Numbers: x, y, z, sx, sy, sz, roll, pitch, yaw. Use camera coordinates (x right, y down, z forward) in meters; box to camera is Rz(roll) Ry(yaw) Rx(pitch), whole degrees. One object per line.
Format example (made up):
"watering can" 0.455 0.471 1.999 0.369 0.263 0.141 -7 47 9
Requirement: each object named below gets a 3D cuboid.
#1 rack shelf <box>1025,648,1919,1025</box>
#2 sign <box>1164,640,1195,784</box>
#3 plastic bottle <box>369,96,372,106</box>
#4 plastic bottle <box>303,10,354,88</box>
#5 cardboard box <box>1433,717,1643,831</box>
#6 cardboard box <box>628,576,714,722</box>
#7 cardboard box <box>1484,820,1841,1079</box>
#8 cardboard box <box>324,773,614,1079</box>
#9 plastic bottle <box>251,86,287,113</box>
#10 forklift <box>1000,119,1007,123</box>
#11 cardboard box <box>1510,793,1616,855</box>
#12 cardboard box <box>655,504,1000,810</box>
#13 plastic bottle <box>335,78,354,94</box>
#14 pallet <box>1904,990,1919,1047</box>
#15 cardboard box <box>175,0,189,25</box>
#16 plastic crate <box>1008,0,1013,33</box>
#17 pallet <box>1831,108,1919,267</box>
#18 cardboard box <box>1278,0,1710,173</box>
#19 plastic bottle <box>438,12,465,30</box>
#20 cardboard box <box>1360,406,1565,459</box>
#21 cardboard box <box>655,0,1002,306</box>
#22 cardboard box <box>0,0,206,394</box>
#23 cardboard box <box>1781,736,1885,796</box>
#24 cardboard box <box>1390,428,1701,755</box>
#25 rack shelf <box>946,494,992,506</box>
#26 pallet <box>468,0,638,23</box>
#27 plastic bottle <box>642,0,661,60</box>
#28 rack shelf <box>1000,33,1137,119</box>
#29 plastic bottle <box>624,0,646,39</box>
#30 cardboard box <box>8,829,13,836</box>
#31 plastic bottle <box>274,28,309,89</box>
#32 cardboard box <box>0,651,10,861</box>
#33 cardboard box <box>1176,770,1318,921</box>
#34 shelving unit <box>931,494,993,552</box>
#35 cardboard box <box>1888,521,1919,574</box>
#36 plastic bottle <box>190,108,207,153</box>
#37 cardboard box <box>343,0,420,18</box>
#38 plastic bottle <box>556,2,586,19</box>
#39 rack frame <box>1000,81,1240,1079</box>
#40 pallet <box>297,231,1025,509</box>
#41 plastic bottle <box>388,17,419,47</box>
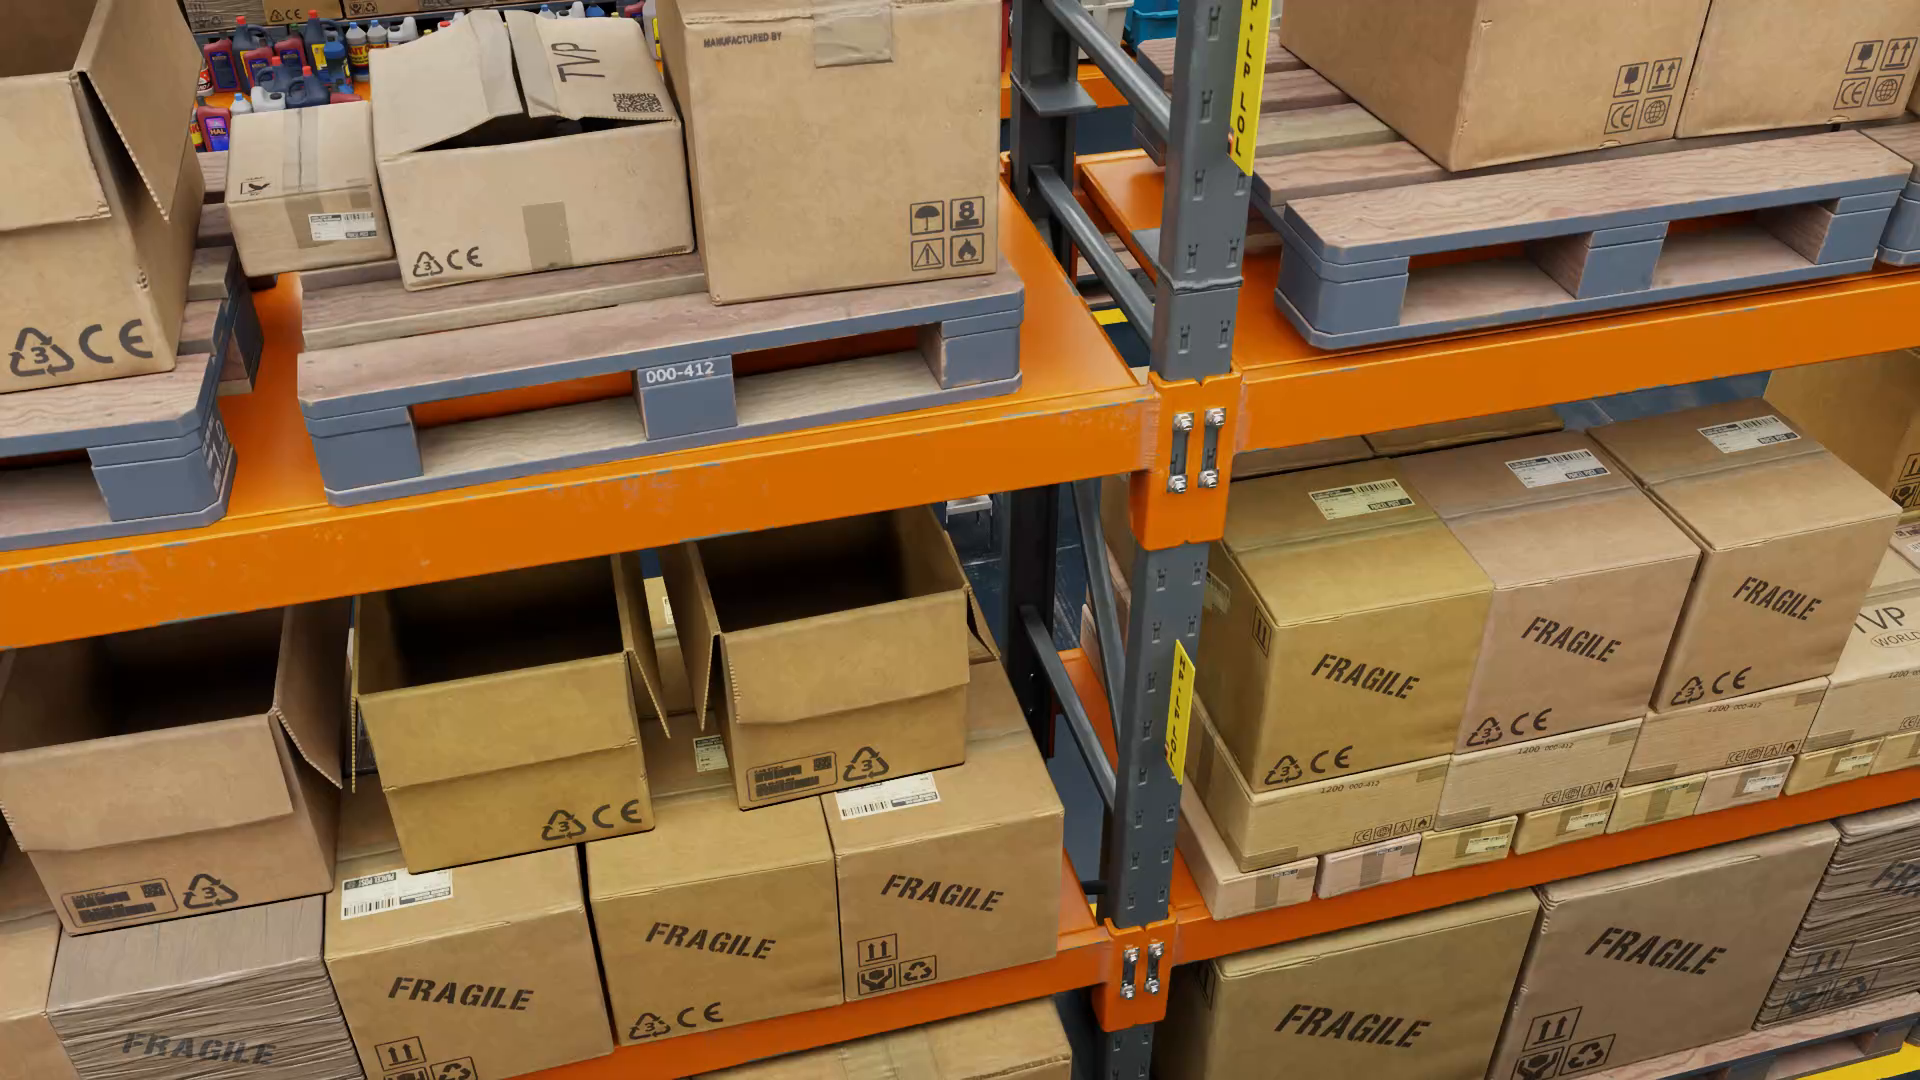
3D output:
"rack shelf" 2.230 0.437 4.802 4.000 0.370 1.077 -9 38 -12
"sign" 0.450 0.356 3.428 0.005 0.325 0.100 -9 38 -12
"plastic bottle" -2.586 -1.876 7.397 0.097 0.201 0.097 0 37 0
"plastic bottle" -2.999 -2.331 7.869 0.185 0.351 0.144 -9 38 -12
"cardboard box" 1.303 0.413 4.120 0.500 0.250 0.500 -9 38 -12
"cardboard box" -0.695 0.435 4.131 0.500 0.500 0.500 -9 38 -12
"cardboard box" 1.827 0.945 4.949 0.875 0.875 0.875 -9 38 -12
"cardboard box" -1.063 0.824 3.622 0.500 0.500 0.500 -10 38 -12
"plastic bottle" -3.012 -1.853 7.306 0.135 0.276 0.152 -9 38 -12
"forklift" -1.108 -3.982 10.043 3.031 2.935 1.130 -7 38 -9
"cardboard box" 1.433 0.590 4.217 0.250 0.149 0.380 -10 39 -13
"cardboard box" -0.315 0.136 3.696 0.637 0.503 0.797 -10 39 -13
"plastic bottle" -2.731 -1.918 7.395 0.097 0.271 0.097 0 37 0
"pallet" 3.410 1.114 5.619 1.213 0.211 1.003 -9 38 -12
"cardboard box" -5.627 -3.796 11.439 0.500 0.500 0.500 -8 38 -10
"plastic crate" 0.019 -2.687 8.471 0.590 0.125 0.437 -9 38 -12
"pallet" 2.268 -1.003 3.696 1.213 0.211 1.003 -9 38 -12
"cardboard box" 1.039 -1.129 3.278 0.500 0.500 0.700 -12 39 -15
"plastic bottle" -2.432 -2.392 8.010 0.135 0.276 0.152 -9 38 -12
"cardboard box" 1.158 -0.195 4.298 0.500 0.500 0.500 -9 38 -11
"cardboard box" -0.258 -0.832 2.972 0.500 0.500 0.700 -8 38 -11
"cardboard box" -1.595 -0.634 2.710 0.637 0.503 0.797 -10 38 -13
"cardboard box" 2.176 0.468 4.376 0.250 0.149 0.380 -10 39 -13
"cardboard box" 1.306 0.112 3.896 0.500 0.500 0.500 -9 38 -12
"rack shelf" 0.008 -0.261 7.053 0.200 0.077 0.258 -9 38 -12
"pallet" -3.055 -4.085 12.416 1.213 0.211 1.003 -9 38 -12
"plastic bottle" -1.455 -2.546 8.150 0.185 0.351 0.144 -9 38 -12
"rack shelf" 0.939 -2.468 8.600 4.000 0.370 1.077 -9 38 -12
"plastic bottle" -1.586 -2.562 8.226 0.133 0.283 0.061 -9 38 -12
"cardboard box" -2.167 0.679 3.812 0.500 0.500 0.500 -11 39 -13
"plastic bottle" -3.148 -2.267 7.841 0.133 0.283 0.061 -9 38 -12
"cardboard box" -2.222 0.455 3.278 0.637 0.503 0.797 -8 38 -11
"cardboard box" 0.672 0.716 4.052 0.250 0.149 0.380 -9 38 -12
"shelving unit" 0.008 -0.359 6.978 0.210 0.900 0.258 -9 38 -12
"cardboard box" 2.781 0.169 4.439 0.500 0.250 0.500 -11 39 -13
"plastic bottle" -3.340 -1.780 7.214 0.097 0.271 0.097 0 37 0
"cardboard box" -4.135 -4.045 11.764 0.500 0.500 0.500 -11 39 -13
"plastic bottle" -1.891 -2.480 8.126 0.135 0.276 0.152 -9 38 -12
"rack frame" 0.300 0.468 4.169 0.127 3.000 1.000 -9 38 -12
"pallet" -0.573 -0.473 3.089 1.217 0.209 0.805 -11 39 -14
"plastic bottle" -2.656 -2.355 7.962 0.135 0.276 0.152 -9 38 -12
